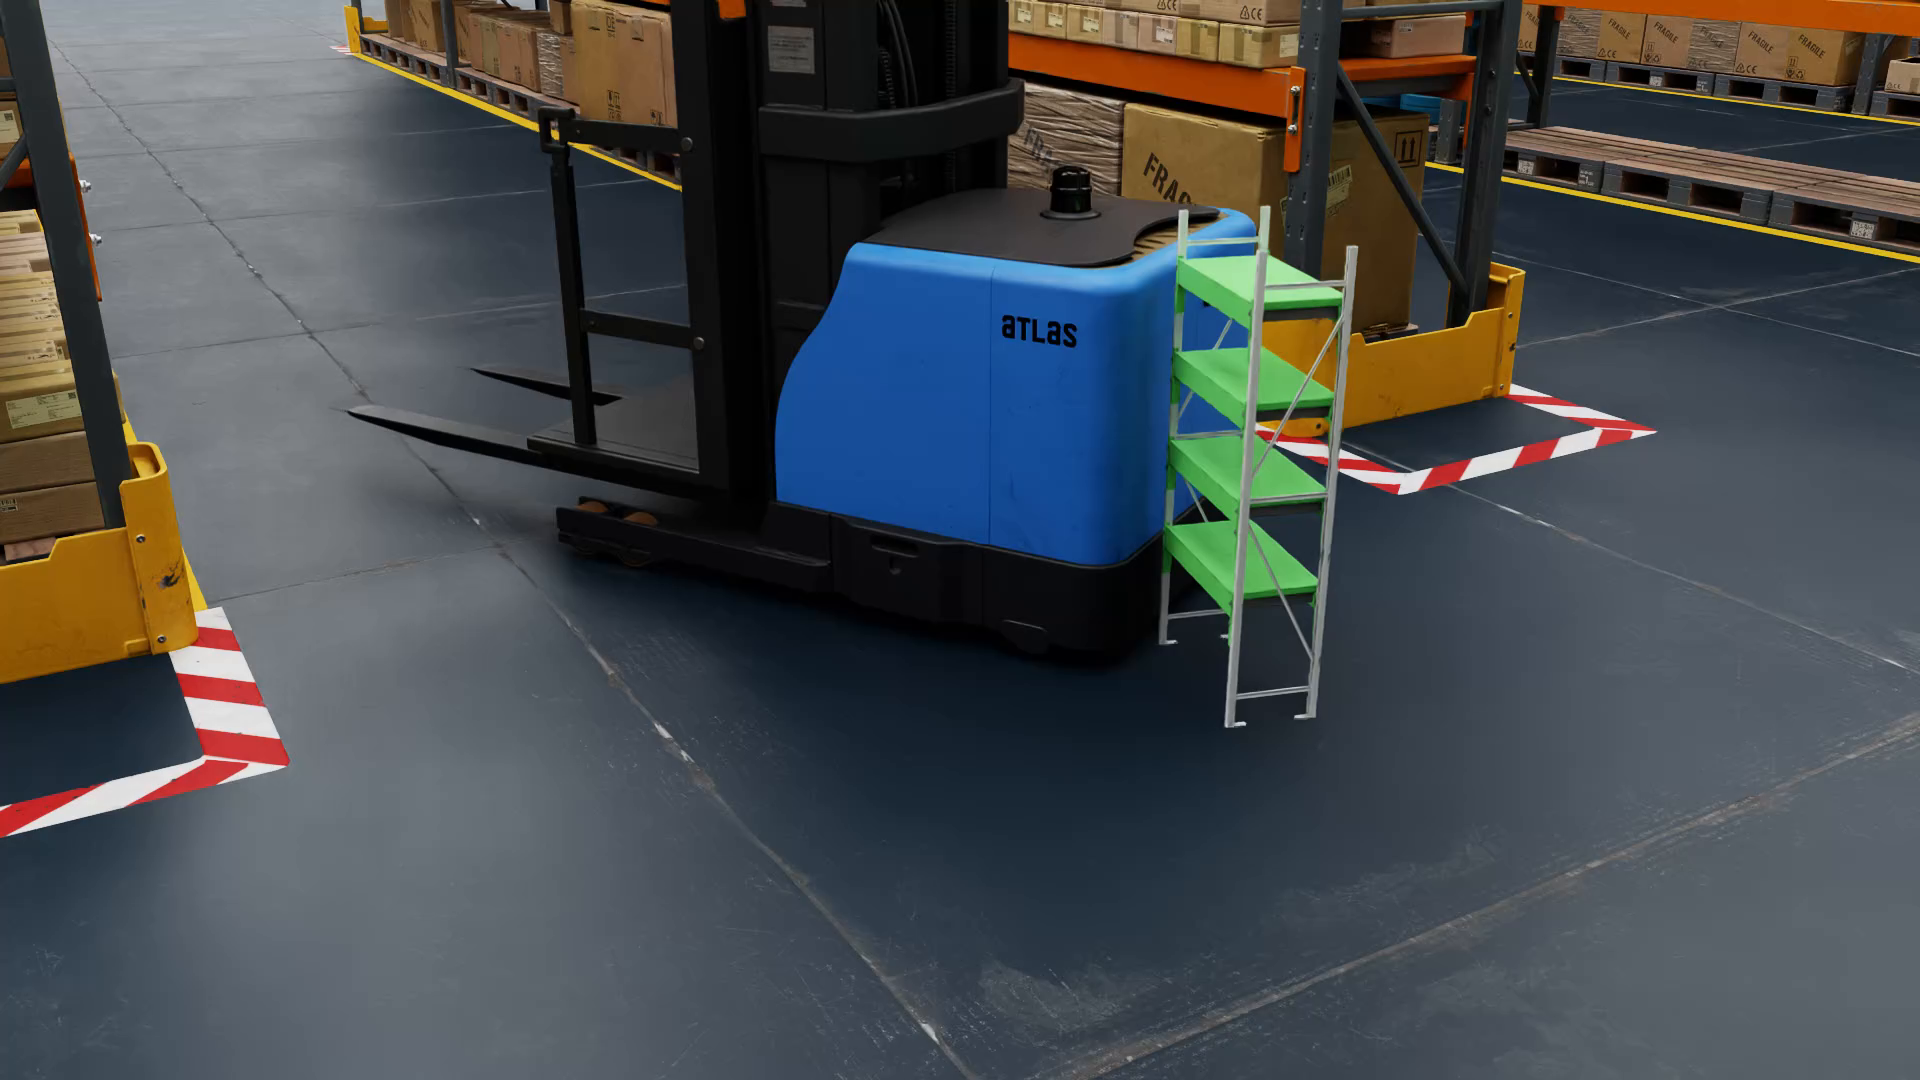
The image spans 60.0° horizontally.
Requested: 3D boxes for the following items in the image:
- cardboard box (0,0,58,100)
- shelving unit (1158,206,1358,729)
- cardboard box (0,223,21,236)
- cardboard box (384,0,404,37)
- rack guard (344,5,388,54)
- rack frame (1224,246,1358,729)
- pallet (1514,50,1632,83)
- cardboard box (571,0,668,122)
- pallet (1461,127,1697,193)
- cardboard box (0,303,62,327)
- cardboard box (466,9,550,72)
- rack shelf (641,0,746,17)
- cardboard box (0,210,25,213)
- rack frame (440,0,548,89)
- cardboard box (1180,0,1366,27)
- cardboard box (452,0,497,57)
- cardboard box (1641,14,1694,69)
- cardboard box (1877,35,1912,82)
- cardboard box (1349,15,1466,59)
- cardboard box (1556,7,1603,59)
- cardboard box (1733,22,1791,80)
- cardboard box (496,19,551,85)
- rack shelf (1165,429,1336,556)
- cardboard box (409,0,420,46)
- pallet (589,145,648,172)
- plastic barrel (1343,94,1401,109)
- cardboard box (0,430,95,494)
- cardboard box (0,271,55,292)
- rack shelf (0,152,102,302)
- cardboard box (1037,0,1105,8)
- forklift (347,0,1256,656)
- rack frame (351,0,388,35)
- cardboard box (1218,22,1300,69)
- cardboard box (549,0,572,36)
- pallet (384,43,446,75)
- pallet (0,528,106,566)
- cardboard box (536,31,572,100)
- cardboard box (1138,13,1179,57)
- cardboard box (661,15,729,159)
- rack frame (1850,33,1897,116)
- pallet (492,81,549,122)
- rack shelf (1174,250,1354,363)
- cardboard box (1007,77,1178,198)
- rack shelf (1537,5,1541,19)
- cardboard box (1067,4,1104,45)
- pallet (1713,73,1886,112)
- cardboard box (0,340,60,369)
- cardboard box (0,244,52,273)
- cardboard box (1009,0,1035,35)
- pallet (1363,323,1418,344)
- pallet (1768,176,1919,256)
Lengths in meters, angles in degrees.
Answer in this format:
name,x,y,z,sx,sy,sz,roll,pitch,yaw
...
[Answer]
name,x,y,z,sx,sy,sz,roll,pitch,yaw
cardboard box,-2.639,-1.400,4.245,0.500,0.500,0.500,-11,25,-26
shelving unit,0.723,-0.187,4.178,0.258,1.200,0.503,-5,23,-13
cardboard box,-3.922,-1.144,6.580,0.380,0.149,0.250,-12,25,-27
cardboard box,-6.200,-5.950,18.728,0.500,0.500,0.500,-8,23,-18
rack guard,-6.466,-5.936,19.251,1.175,0.500,0.348,-13,25,-28
rack frame,0.780,-0.098,3.958,0.240,1.200,0.015,-5,23,-13
pallet,6.449,-4.892,17.067,1.003,0.211,1.213,-13,25,-28
cardboard box,-2.084,-3.512,12.231,1.225,0.875,0.875,-14,26,-31
pallet,4.292,-2.664,11.586,1.003,0.211,1.213,-13,25,-28
cardboard box,-3.084,-0.639,5.338,0.380,0.149,0.250,-14,26,-31
cardboard box,-4.166,-4.667,15.544,0.700,0.500,0.500,-15,26,-32
rack shelf,-1.397,-3.548,11.012,1.077,0.370,4.000,-13,25,-28
cardboard box,-4.121,-1.322,7.018,0.380,0.149,0.250,-12,25,-28
rack frame,-4.462,-5.824,15.656,1.000,3.000,0.127,-13,25,-28
cardboard box,1.192,-2.113,6.331,0.500,0.250,0.500,-13,26,-29
cardboard box,-4.931,-5.181,16.837,0.500,0.500,0.500,-5,23,-11
cardboard box,6.882,-4.777,15.816,0.500,0.500,0.500,-14,26,-30
cardboard box,8.106,-4.387,14.857,0.500,0.500,0.500,-14,26,-31
cardboard box,1.771,-2.001,6.585,0.380,0.149,0.250,-12,25,-28
cardboard box,6.359,-5.108,16.631,0.500,0.500,0.500,-14,26,-30
cardboard box,7.399,-4.450,15.012,0.500,0.500,0.500,-13,25,-28
cardboard box,-3.653,-4.327,14.710,0.700,0.500,0.500,-15,27,-33
rack shelf,0.723,-0.128,4.202,0.258,0.148,0.480,-5,23,-13
cardboard box,-5.562,-5.556,17.760,0.500,0.500,0.500,-10,24,-23
pallet,-2.080,-2.967,12.331,1.003,0.211,1.213,-13,25,-28
plastic barrel,3.258,-3.818,12.949,0.600,0.901,0.708,-13,25,-28
cardboard box,-2.694,-0.248,4.772,0.380,0.149,0.250,-11,25,-26
cardboard box,-3.312,-0.824,5.794,0.380,0.149,0.250,-12,25,-27
rack shelf,-3.669,-1.332,5.560,1.077,0.370,4.000,-13,25,-28
cardboard box,0.674,-2.442,7.141,0.500,0.250,0.500,-14,26,-30
forklift,-0.669,-1.433,4.945,3.031,2.935,1.130,12,25,27
rack frame,-6.505,-7.118,18.841,1.000,3.000,0.127,-13,25,-28
cardboard box,1.203,-1.875,6.274,0.380,0.149,0.250,-12,25,-27
cardboard box,-3.066,-4.303,13.654,0.500,0.250,0.500,-10,24,-22
pallet,-5.462,-5.138,17.671,1.003,0.211,1.213,-13,25,-28
pallet,-3.071,-0.020,5.081,1.003,0.211,1.213,-13,25,-28
cardboard box,-3.072,-3.965,13.818,0.700,0.500,0.500,-15,27,-33
cardboard box,0.941,-2.040,6.681,0.380,0.149,0.250,-13,25,-28
cardboard box,-1.176,-2.937,10.817,1.225,0.875,0.875,-14,26,-30
rack frame,8.143,-5.138,13.969,1.000,3.000,0.127,-13,25,-28
pallet,-3.435,-3.885,14.589,1.003,0.211,1.213,-13,25,-28
rack shelf,0.723,-0.572,4.021,0.258,0.148,0.480,-5,23,-13
cardboard box,0.808,-1.636,7.616,0.875,0.875,0.875,-13,25,-28
rack shelf,2.861,-4.501,13.356,1.077,0.370,4.000,-13,25,-28
cardboard box,0.680,-2.205,7.086,0.380,0.149,0.250,-13,26,-29
pallet,7.695,-4.102,15.124,1.003,0.211,1.213,-13,25,-28
cardboard box,-2.867,-0.468,4.918,0.380,0.149,0.250,-12,25,-27
cardboard box,-3.556,-0.989,6.199,0.380,0.149,0.250,-14,26,-30
cardboard box,0.423,-2.370,7.491,0.380,0.149,0.250,-12,25,-27
pallet,1.192,-0.891,7.223,1.003,0.211,1.213,-13,25,-28
pallet,5.538,-1.874,9.643,1.003,0.211,1.213,-13,25,-28
